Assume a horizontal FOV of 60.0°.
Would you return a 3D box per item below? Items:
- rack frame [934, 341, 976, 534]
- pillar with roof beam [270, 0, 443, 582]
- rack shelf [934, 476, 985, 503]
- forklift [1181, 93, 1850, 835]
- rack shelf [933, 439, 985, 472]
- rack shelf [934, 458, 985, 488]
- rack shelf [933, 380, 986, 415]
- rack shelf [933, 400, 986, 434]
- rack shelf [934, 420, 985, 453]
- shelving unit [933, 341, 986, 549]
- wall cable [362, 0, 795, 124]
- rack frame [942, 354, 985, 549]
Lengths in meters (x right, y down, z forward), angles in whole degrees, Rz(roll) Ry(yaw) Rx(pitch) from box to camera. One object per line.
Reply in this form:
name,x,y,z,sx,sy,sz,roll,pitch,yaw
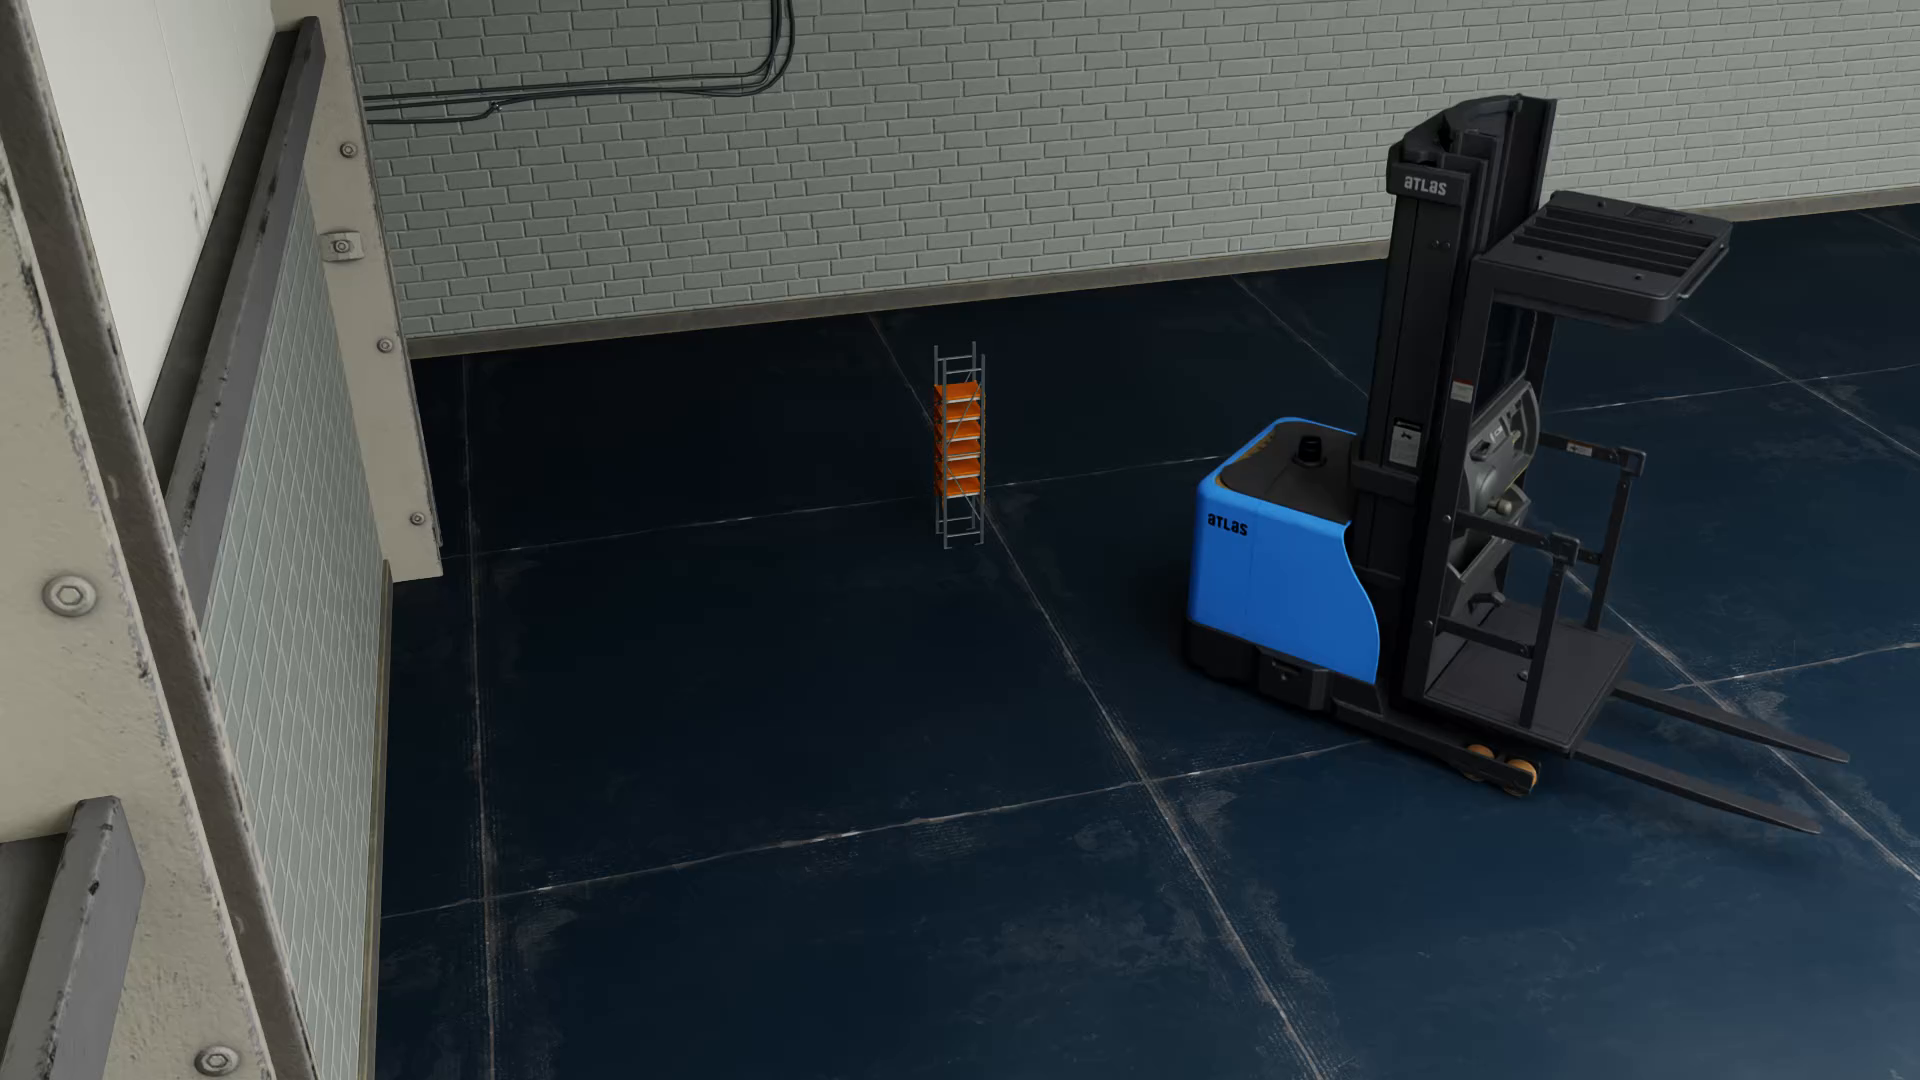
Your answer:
rack frame,-0.028,-0.570,9.538,0.240,1.200,0.006,-8,31,-13
pillar with roof beam,1.026,-4.341,8.266,9.100,9.000,0.400,-8,31,-13
rack shelf,-0.004,-0.280,9.604,0.258,0.103,0.180,-8,31,-13
forklift,2.640,-0.387,7.494,3.031,2.935,1.130,19,35,30
rack shelf,-0.004,-0.488,9.484,0.258,0.103,0.180,-8,31,-13
rack shelf,-0.004,-0.384,9.544,0.258,0.103,0.180,-8,31,-13
rack shelf,-0.004,-0.799,9.303,0.258,0.103,0.180,-8,31,-13
rack shelf,-0.004,-0.696,9.364,0.258,0.103,0.180,-8,31,-13
rack shelf,-0.004,-0.592,9.424,0.258,0.103,0.180,-8,31,-13
shelving unit,-0.004,-0.526,9.462,0.258,1.200,0.189,-8,31,-13
wall cable,-2.632,-4.023,10.817,3.097,2.526,0.112,-8,31,-13
rack frame,0.020,-0.482,9.385,0.240,1.200,0.006,-8,31,-13
